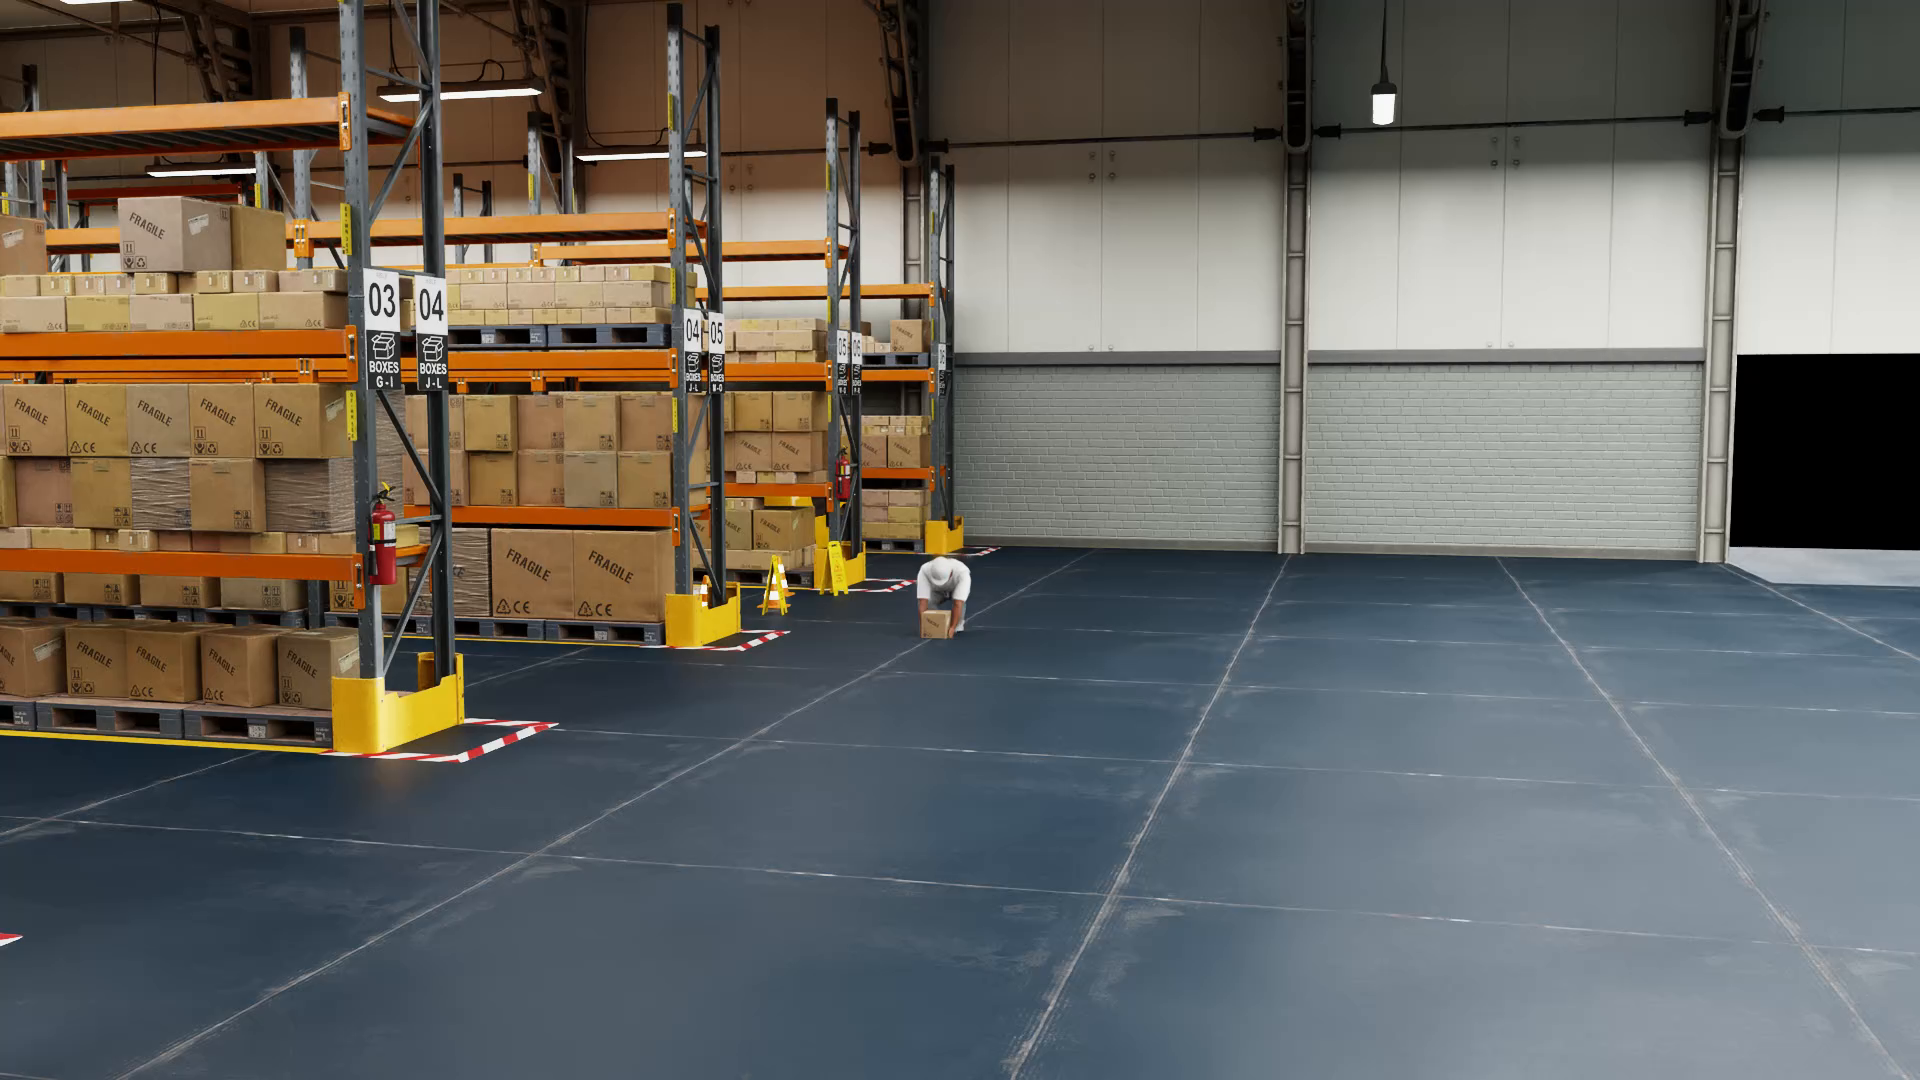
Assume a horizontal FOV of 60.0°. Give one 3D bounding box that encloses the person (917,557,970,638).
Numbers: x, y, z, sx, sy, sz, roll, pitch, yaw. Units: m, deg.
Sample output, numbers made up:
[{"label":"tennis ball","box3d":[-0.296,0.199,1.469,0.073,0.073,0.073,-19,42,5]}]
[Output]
[{"label":"person","box3d":[-0.140,0.580,16.749,0.546,0.898,0.928,1,5,13]}]
